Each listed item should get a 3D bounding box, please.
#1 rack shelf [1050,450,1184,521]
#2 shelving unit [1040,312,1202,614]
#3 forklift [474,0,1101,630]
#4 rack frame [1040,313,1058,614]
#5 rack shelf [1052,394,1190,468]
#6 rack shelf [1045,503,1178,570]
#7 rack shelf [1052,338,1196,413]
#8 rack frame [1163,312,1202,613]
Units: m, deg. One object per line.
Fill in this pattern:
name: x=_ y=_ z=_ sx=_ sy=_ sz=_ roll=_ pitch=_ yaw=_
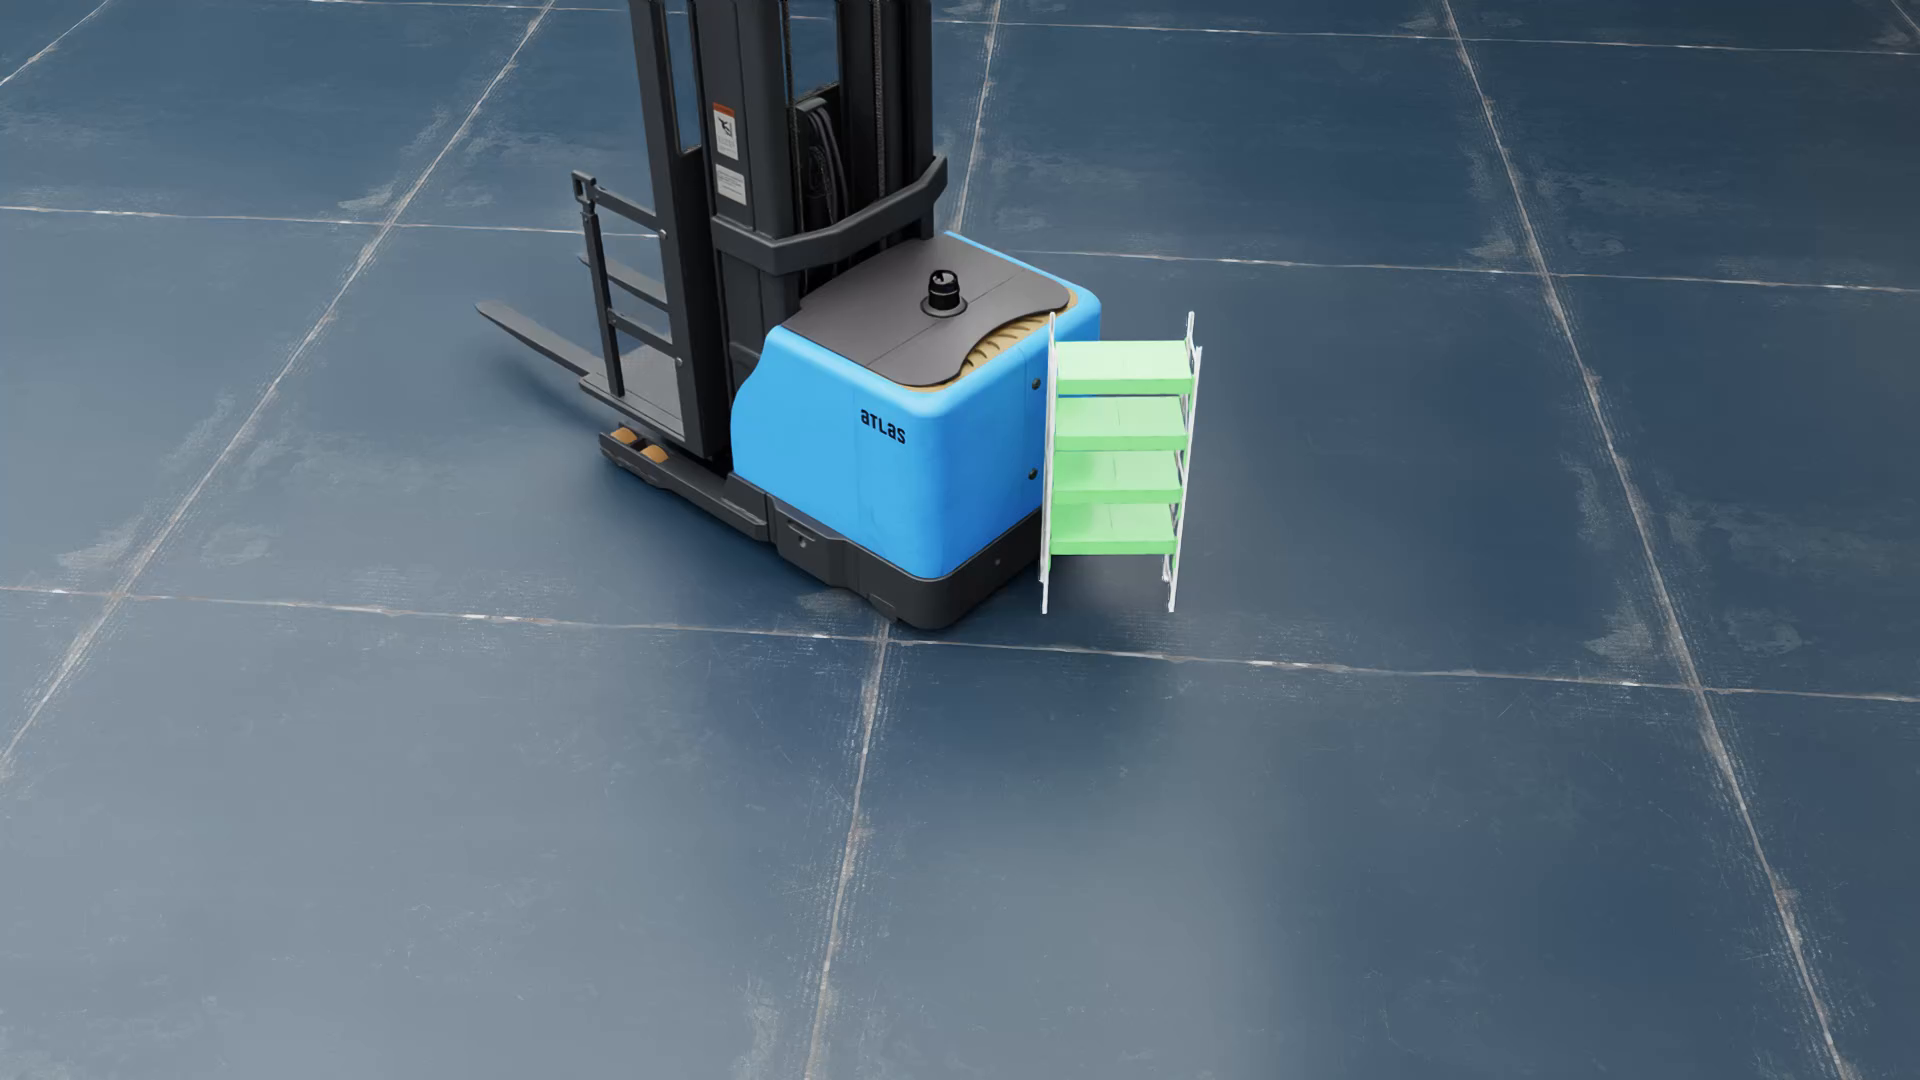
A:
rack shelf: x=0.569 y=-0.208 z=6.157 sx=0.480 sy=0.148 sz=0.258 roll=0 pitch=39 yaw=-1
shelving unit: x=0.569 y=-0.258 z=6.117 sx=0.503 sy=1.200 sz=0.258 roll=0 pitch=39 yaw=-1
forklift: x=-0.902 y=-1.593 z=6.386 sx=3.031 sy=2.935 sz=1.130 roll=29 pitch=47 yaw=31
rack frame: x=0.325 y=-0.256 z=6.114 sx=0.015 sy=1.200 sz=0.240 roll=0 pitch=39 yaw=-1
rack shelf: x=0.569 y=-0.395 z=6.005 sx=0.480 sy=0.148 sz=0.258 roll=0 pitch=39 yaw=-1
rack shelf: x=0.569 y=-0.022 z=6.308 sx=0.480 sy=0.148 sz=0.258 roll=0 pitch=39 yaw=-1
rack shelf: x=0.569 y=-0.581 z=5.854 sx=0.480 sy=0.148 sz=0.258 roll=0 pitch=39 yaw=-1
rack frame: x=0.813 y=-0.260 z=6.119 sx=0.015 sy=1.200 sz=0.240 roll=0 pitch=39 yaw=-1
